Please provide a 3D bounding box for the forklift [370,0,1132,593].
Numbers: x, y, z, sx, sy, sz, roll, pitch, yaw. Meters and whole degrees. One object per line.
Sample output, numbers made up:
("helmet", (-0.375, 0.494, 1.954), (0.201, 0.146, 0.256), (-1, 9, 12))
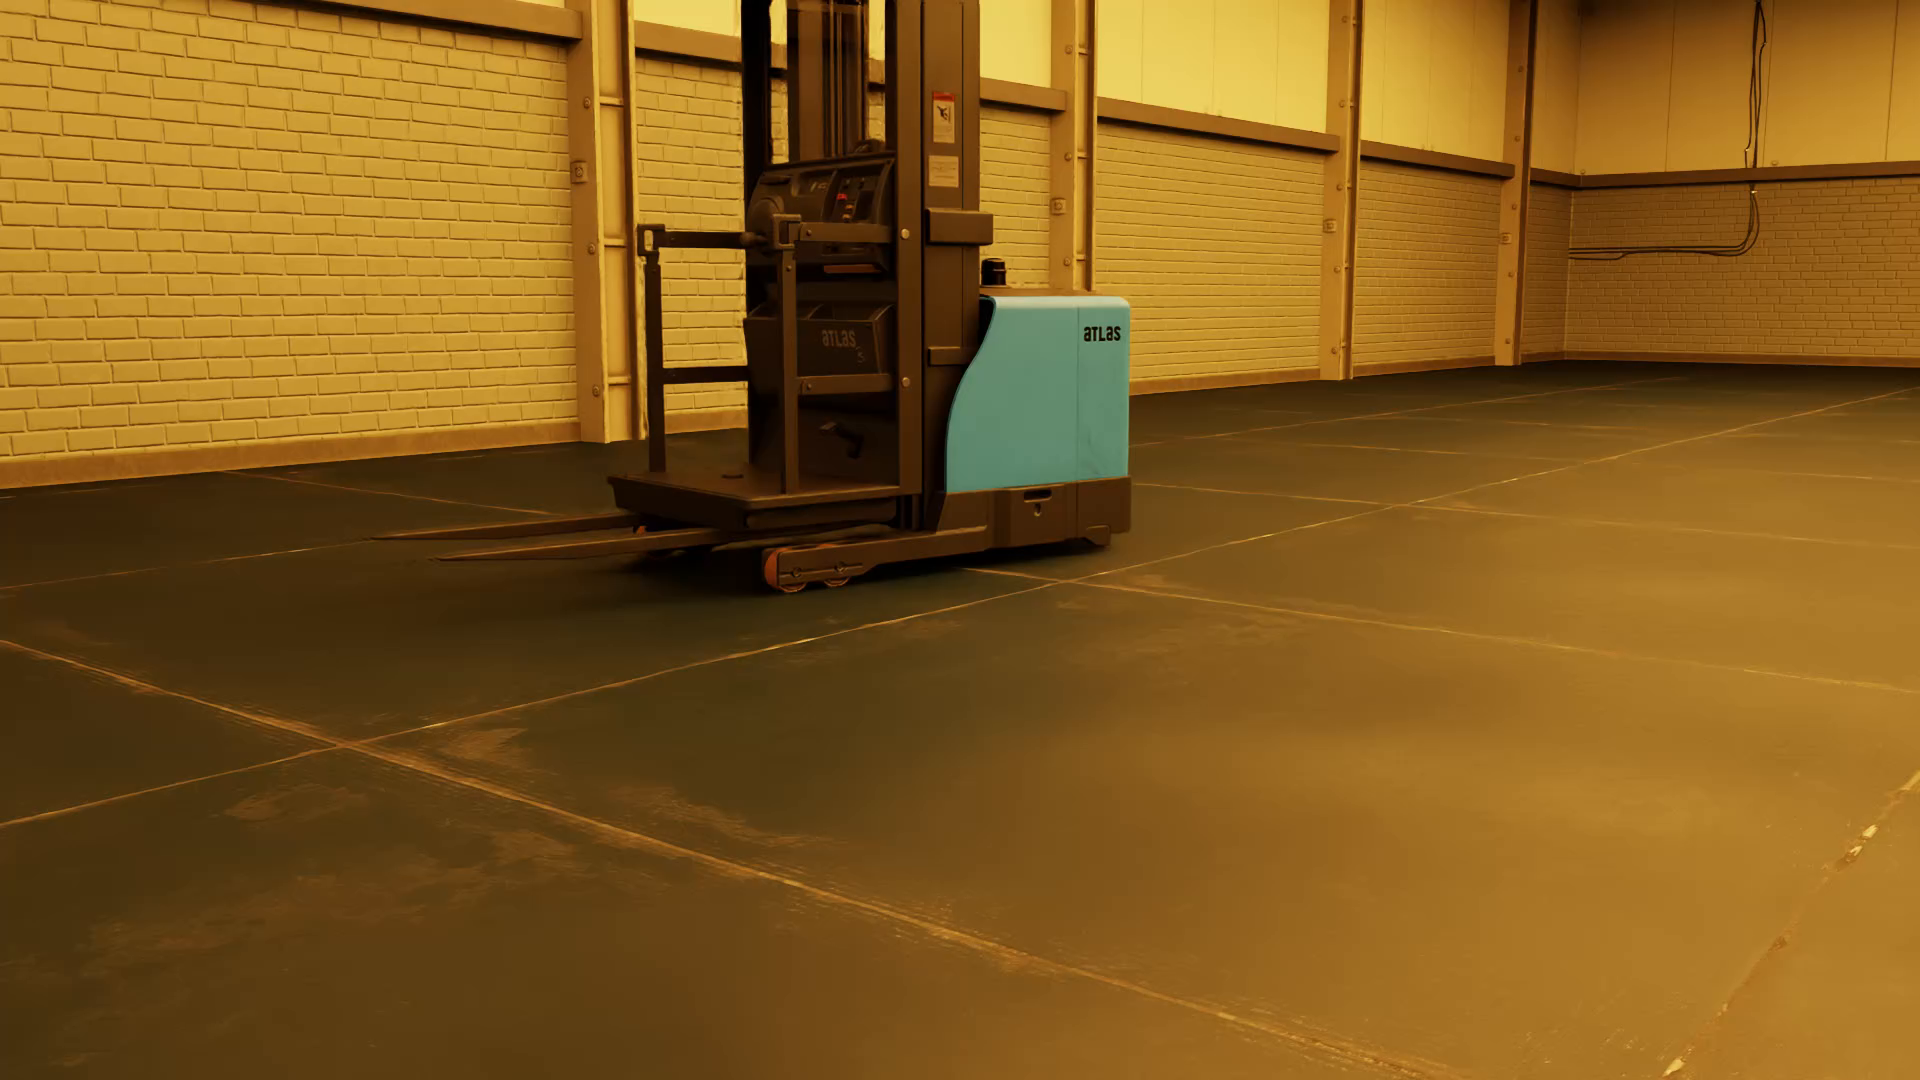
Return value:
("forklift", (-0.726, -1.342, 6.452), (3.031, 2.935, 1.130), (-7, 11, -38))
